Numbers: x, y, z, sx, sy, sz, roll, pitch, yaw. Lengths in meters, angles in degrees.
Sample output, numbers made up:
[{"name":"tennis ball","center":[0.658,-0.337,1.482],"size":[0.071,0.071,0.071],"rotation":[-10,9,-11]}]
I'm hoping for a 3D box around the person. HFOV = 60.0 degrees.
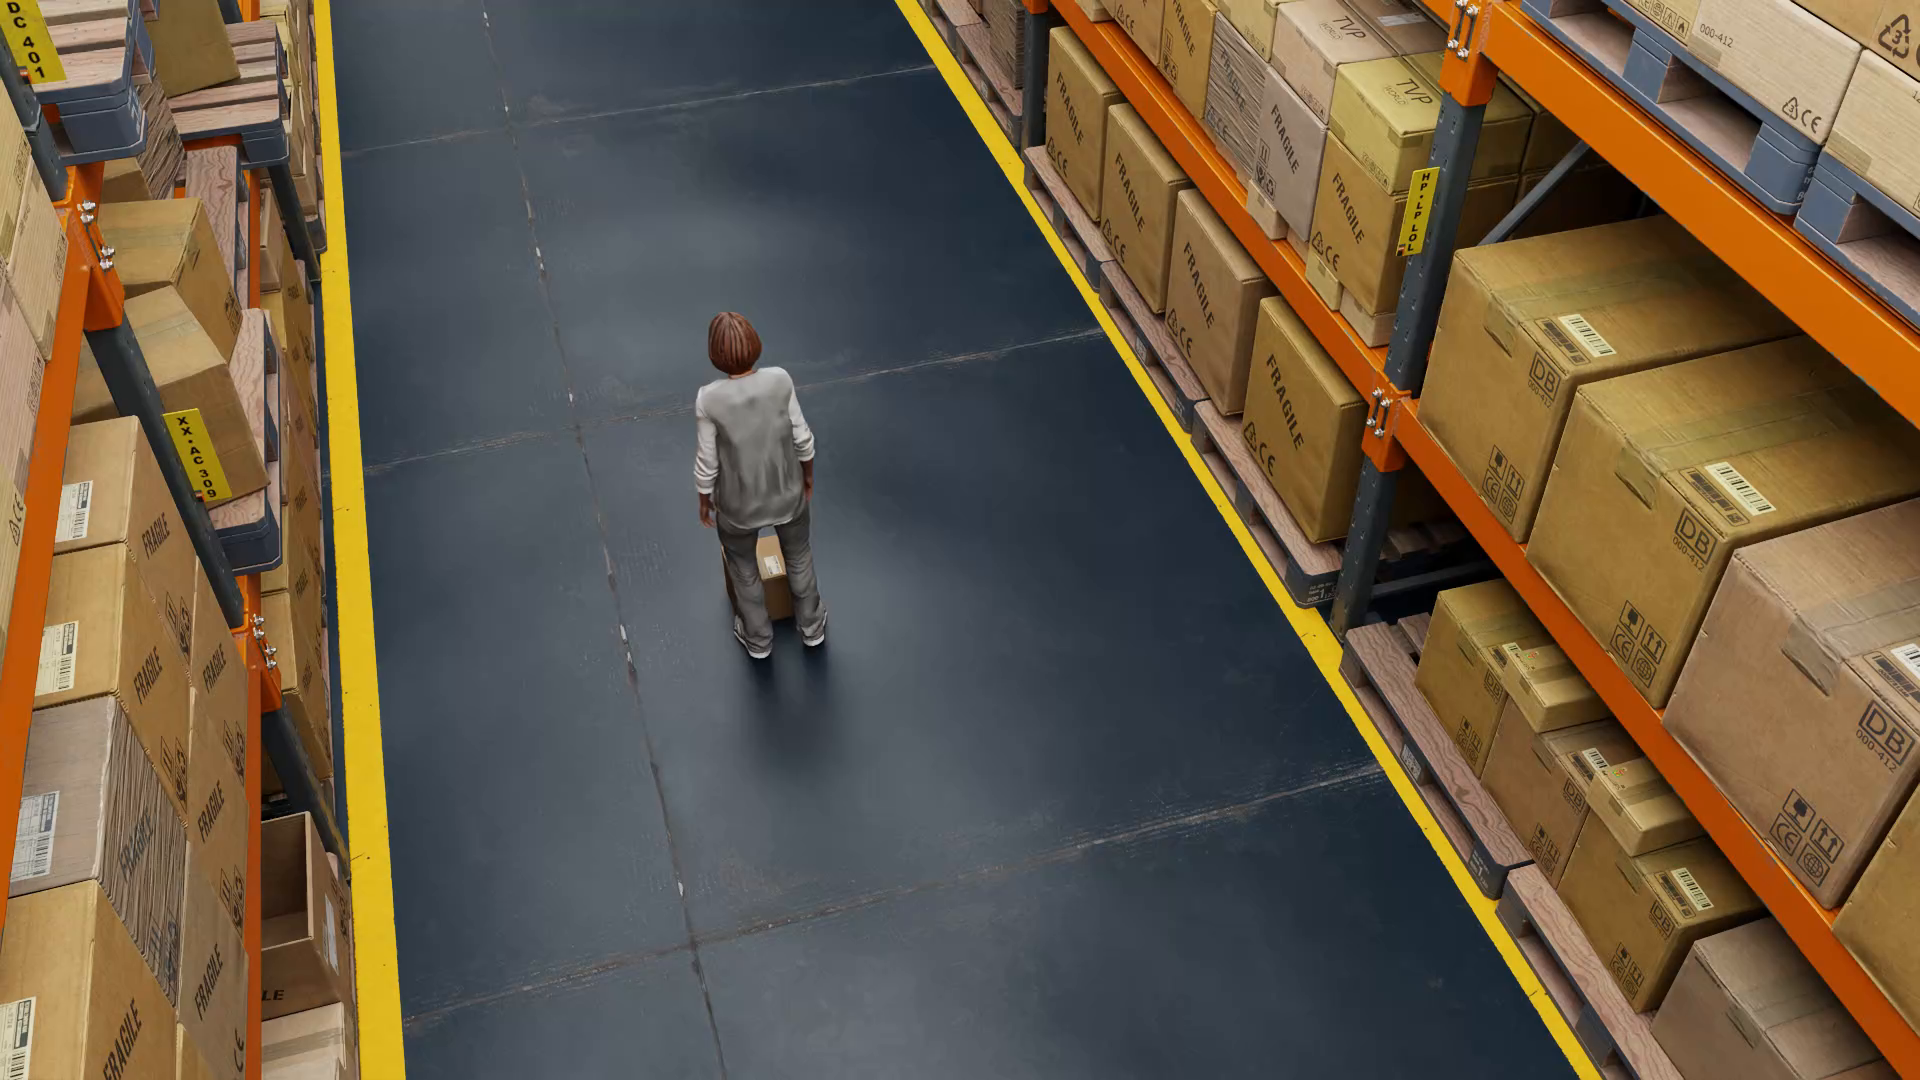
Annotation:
[{"name":"person","center":[-0.764,-0.168,6.350],"size":[0.484,1.593,0.346],"rotation":[-15,45,-15]}]
